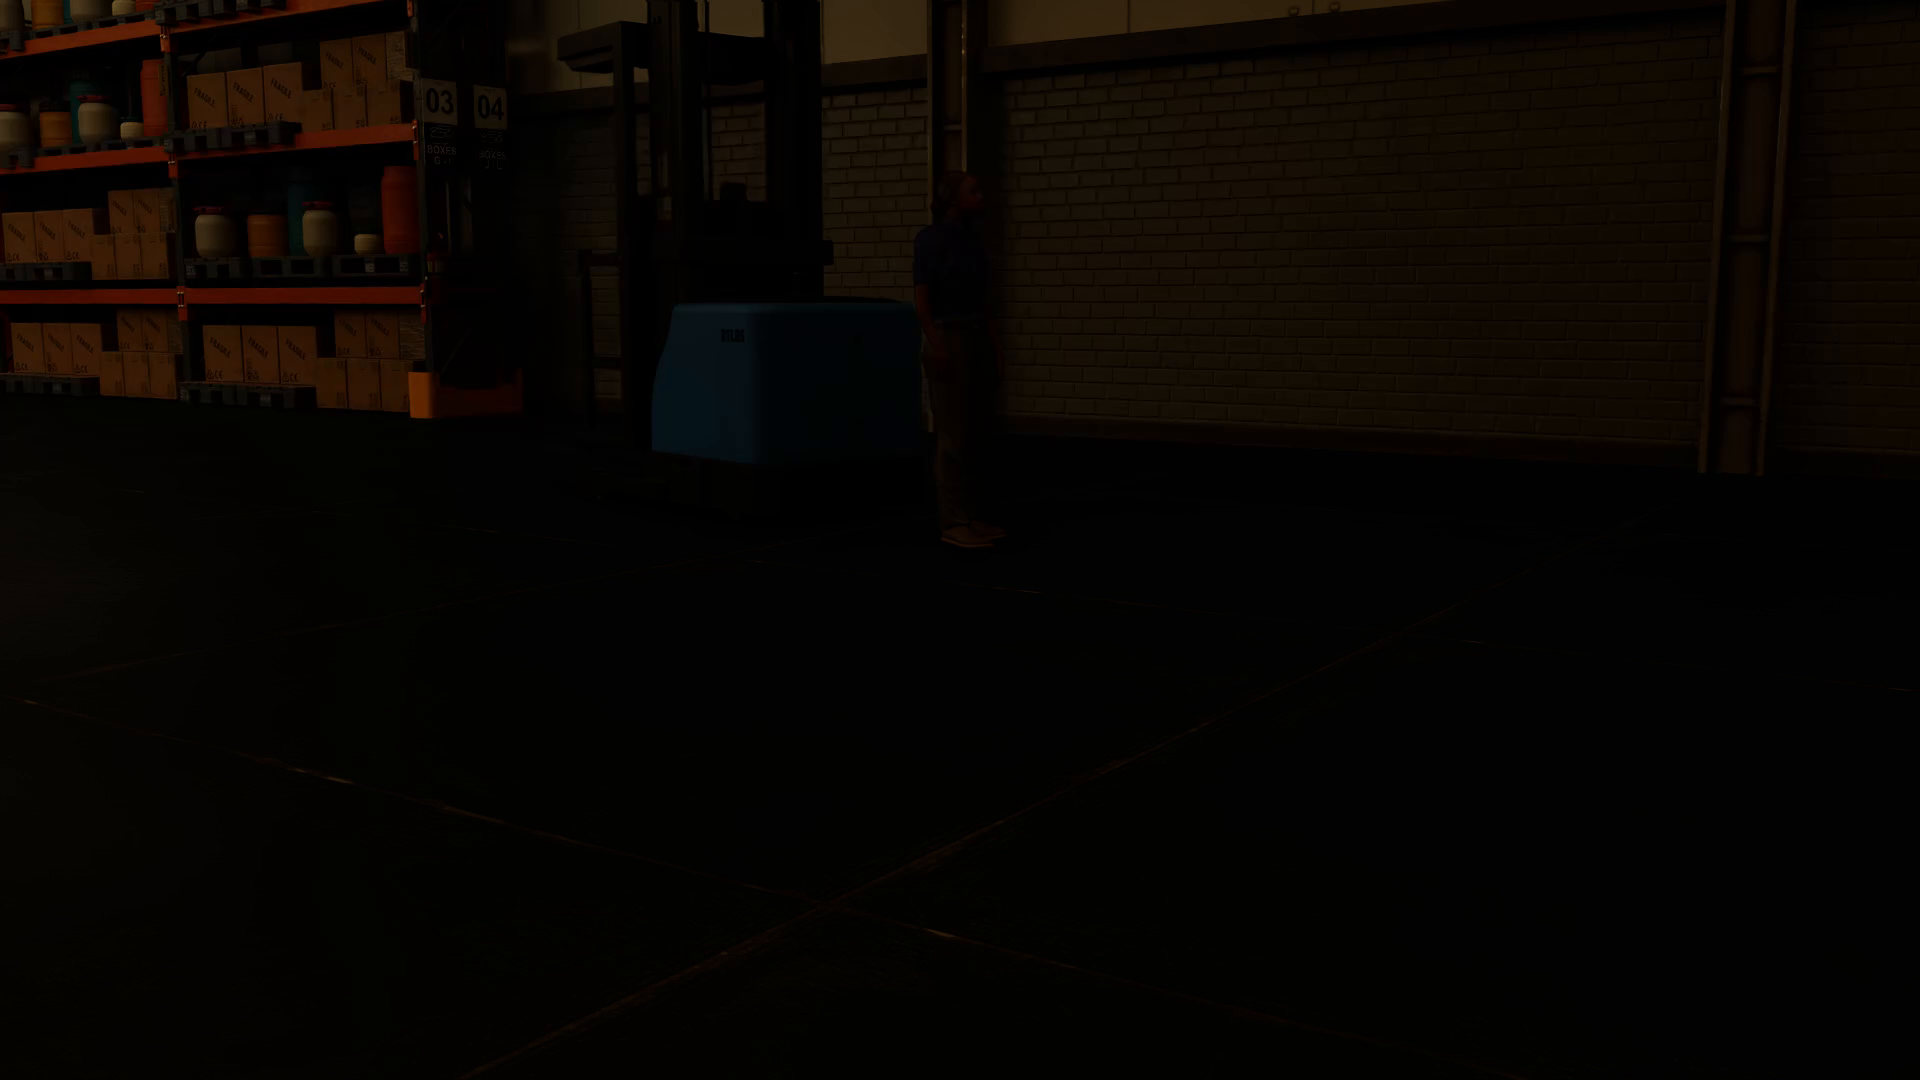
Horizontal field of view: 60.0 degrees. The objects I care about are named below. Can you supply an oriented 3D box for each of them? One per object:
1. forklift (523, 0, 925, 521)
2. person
[{"bbox_3d":[-1.497,-1.703,9.169,1.130,2.935,3.031,-7,10,-39],"label":"forklift"},{"bbox_3d":[0.062,-0.817,7.422,0.504,1.654,0.570,5,10,34],"label":"person"}]
